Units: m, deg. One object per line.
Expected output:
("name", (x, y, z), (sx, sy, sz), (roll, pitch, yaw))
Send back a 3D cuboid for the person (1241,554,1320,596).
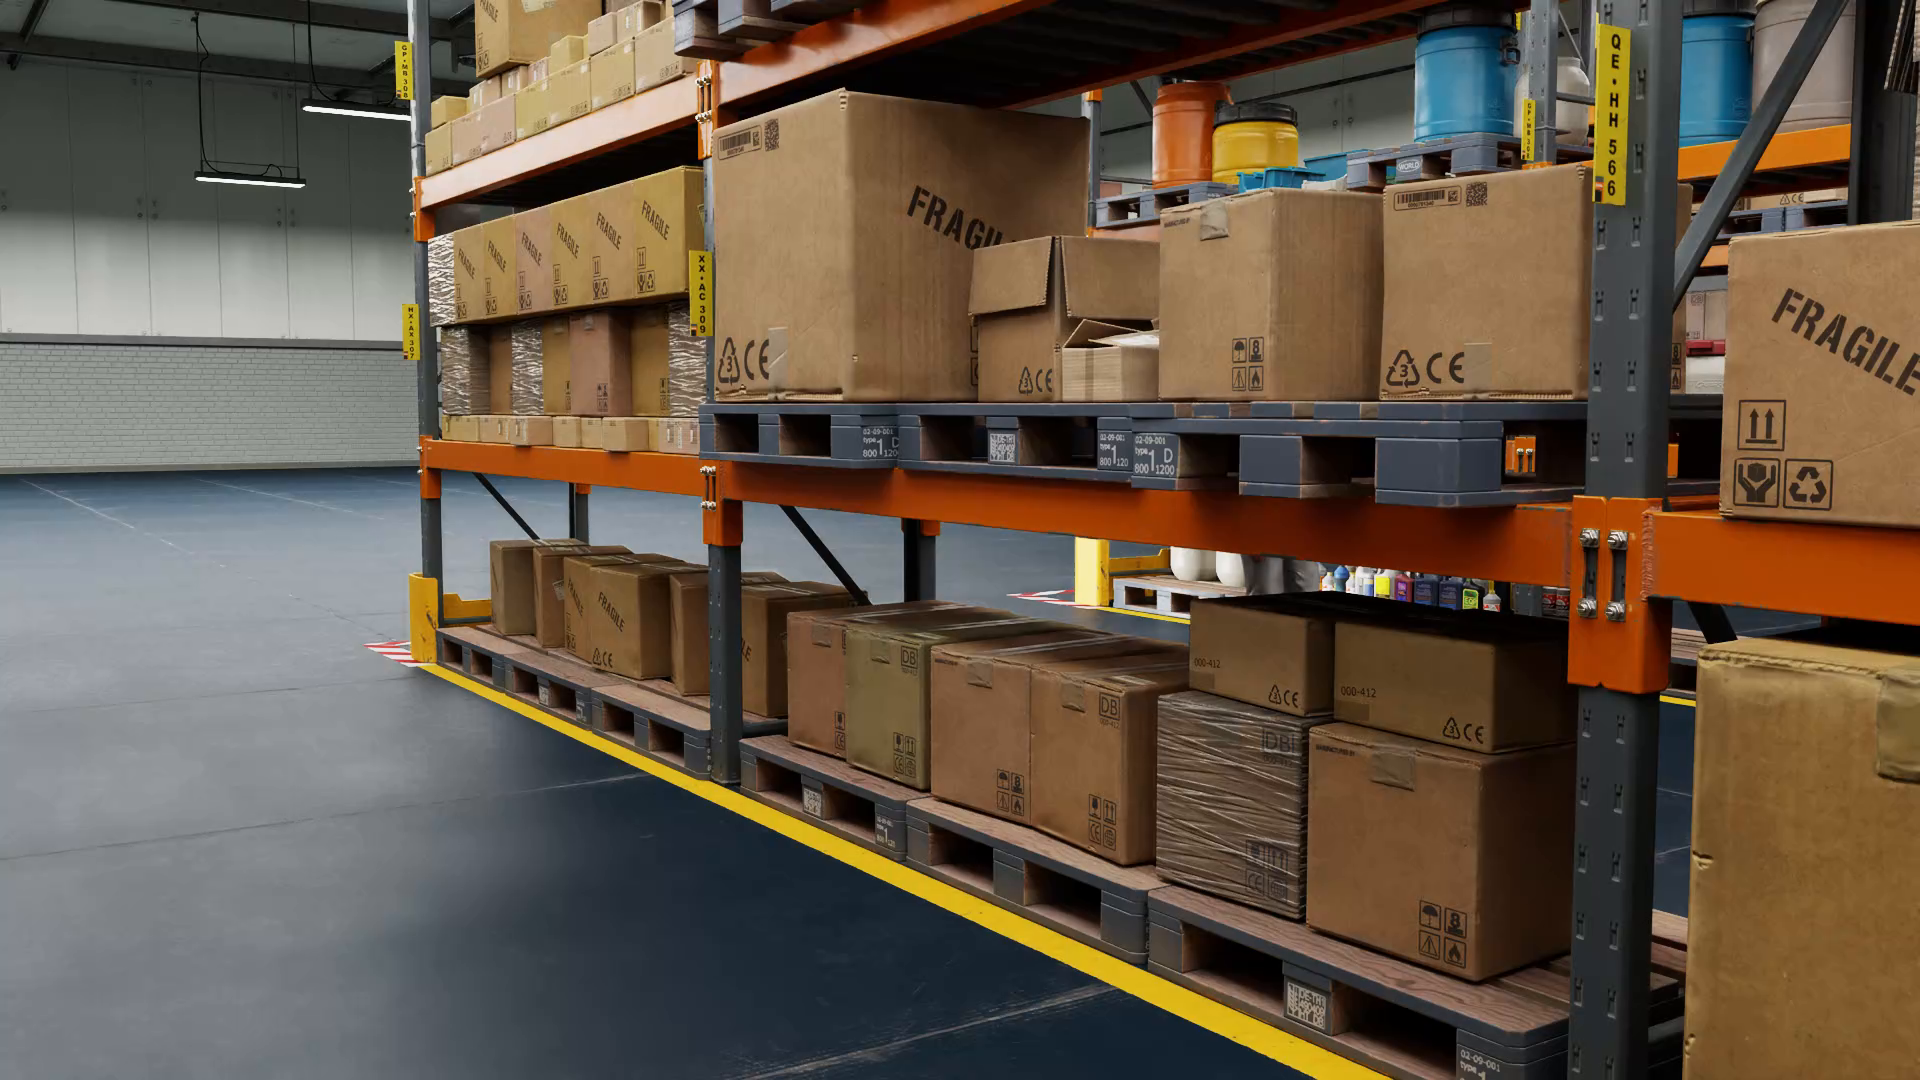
("person", (1.611, -0.053, 8.296), (0.584, 1.773, 0.467), (-3, 6, -37))
